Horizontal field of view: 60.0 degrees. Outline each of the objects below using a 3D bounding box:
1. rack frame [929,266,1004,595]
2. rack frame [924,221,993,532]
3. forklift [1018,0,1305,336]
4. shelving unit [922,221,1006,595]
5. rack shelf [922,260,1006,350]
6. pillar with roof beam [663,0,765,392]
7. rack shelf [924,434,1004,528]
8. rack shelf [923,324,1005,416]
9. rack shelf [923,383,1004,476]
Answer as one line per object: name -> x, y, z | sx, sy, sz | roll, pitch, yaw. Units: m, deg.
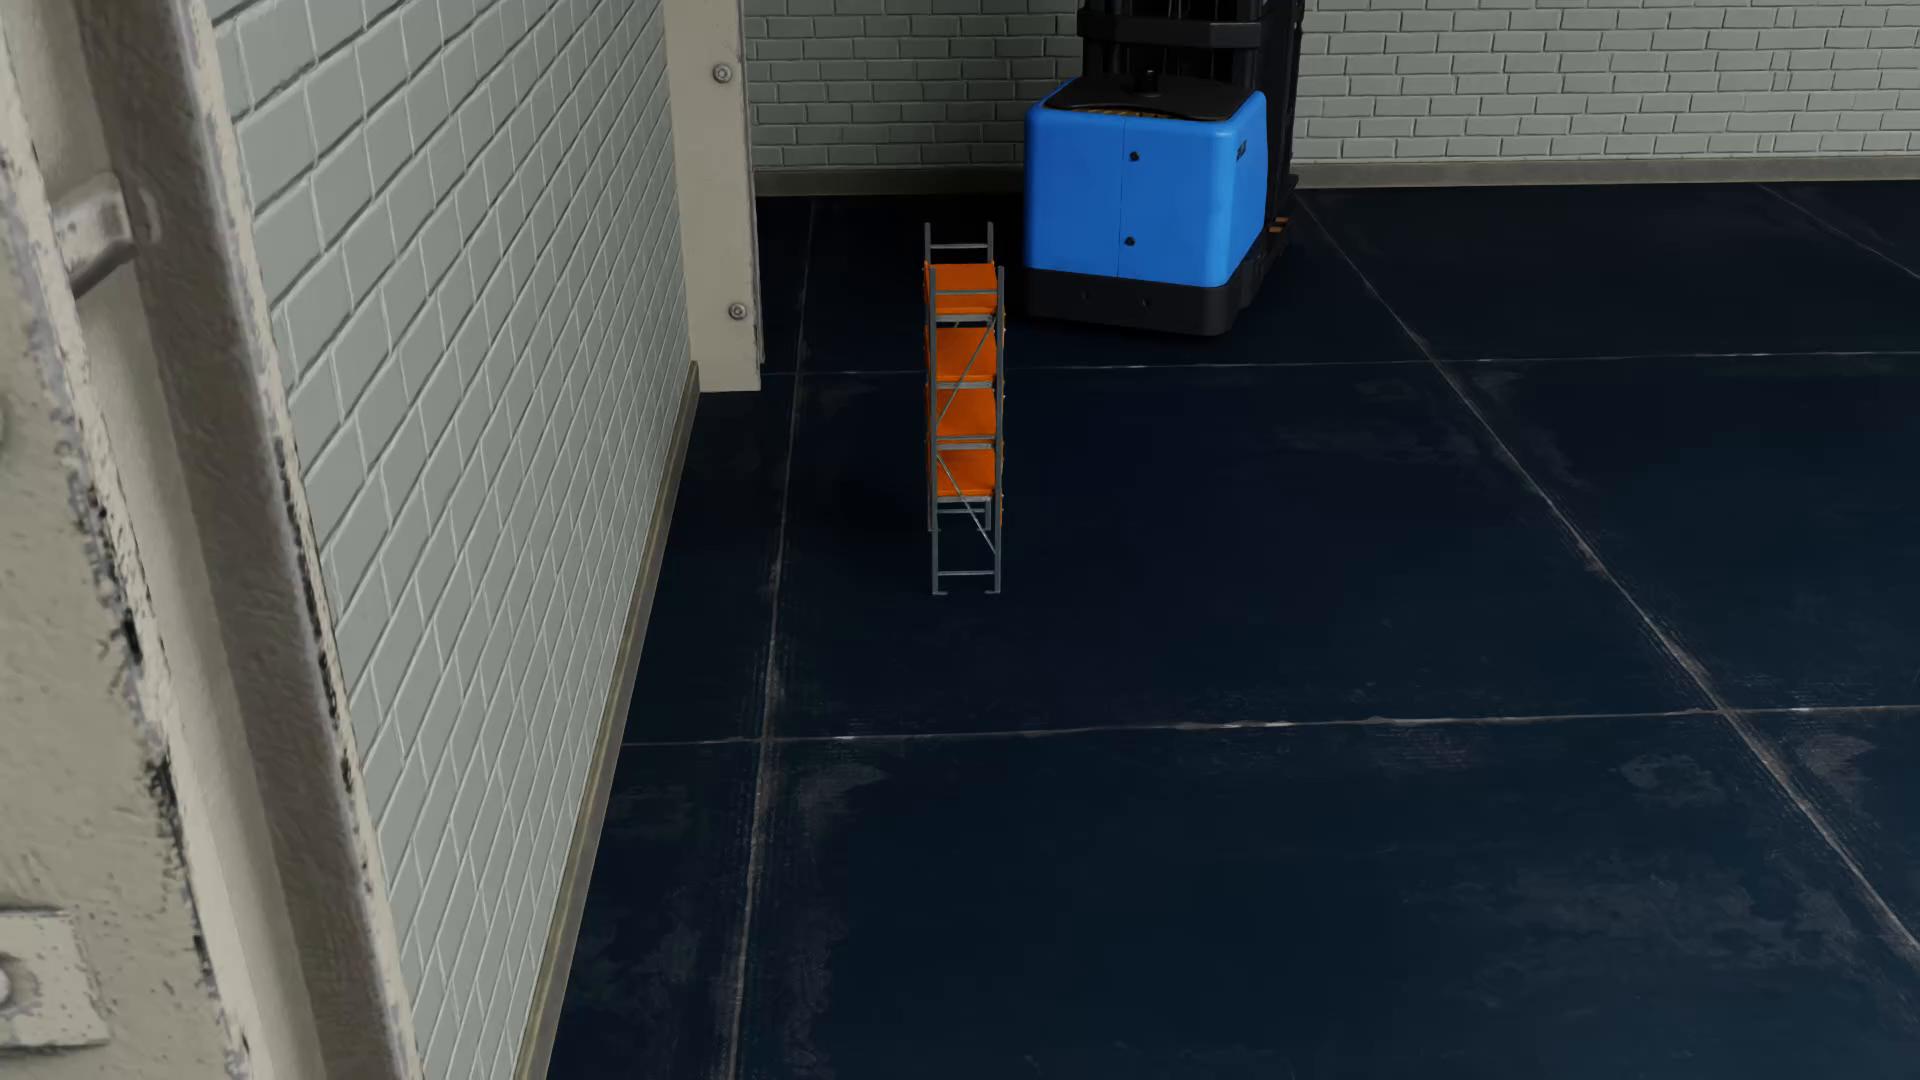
rack frame -> 0.021, -0.343, 5.610 | 0.240, 1.200, 0.015 | -1, 28, -3
rack frame -> -0.004, -0.568, 6.042 | 0.240, 1.200, 0.015 | -1, 28, -3
forklift -> 1.261, -2.939, 8.715 | 1.130, 2.935, 3.031 | 9, 29, 17
shelving unit -> 0.009, -0.456, 5.826 | 0.258, 1.200, 0.503 | -1, 28, -3
rack shelf -> 0.009, -0.804, 5.644 | 0.258, 0.148, 0.480 | -1, 28, -3
pillar with roof beam -> 3.227, -4.860, 5.838 | 9.100, 9.000, 0.400 | -1, 28, -3
rack shelf -> 0.009, -0.220, 5.949 | 0.258, 0.148, 0.480 | -1, 28, -3
rack shelf -> 0.009, -0.594, 5.754 | 0.258, 0.148, 0.480 | -1, 28, -3
rack shelf -> 0.009, -0.396, 5.857 | 0.258, 0.148, 0.480 | -1, 28, -3
